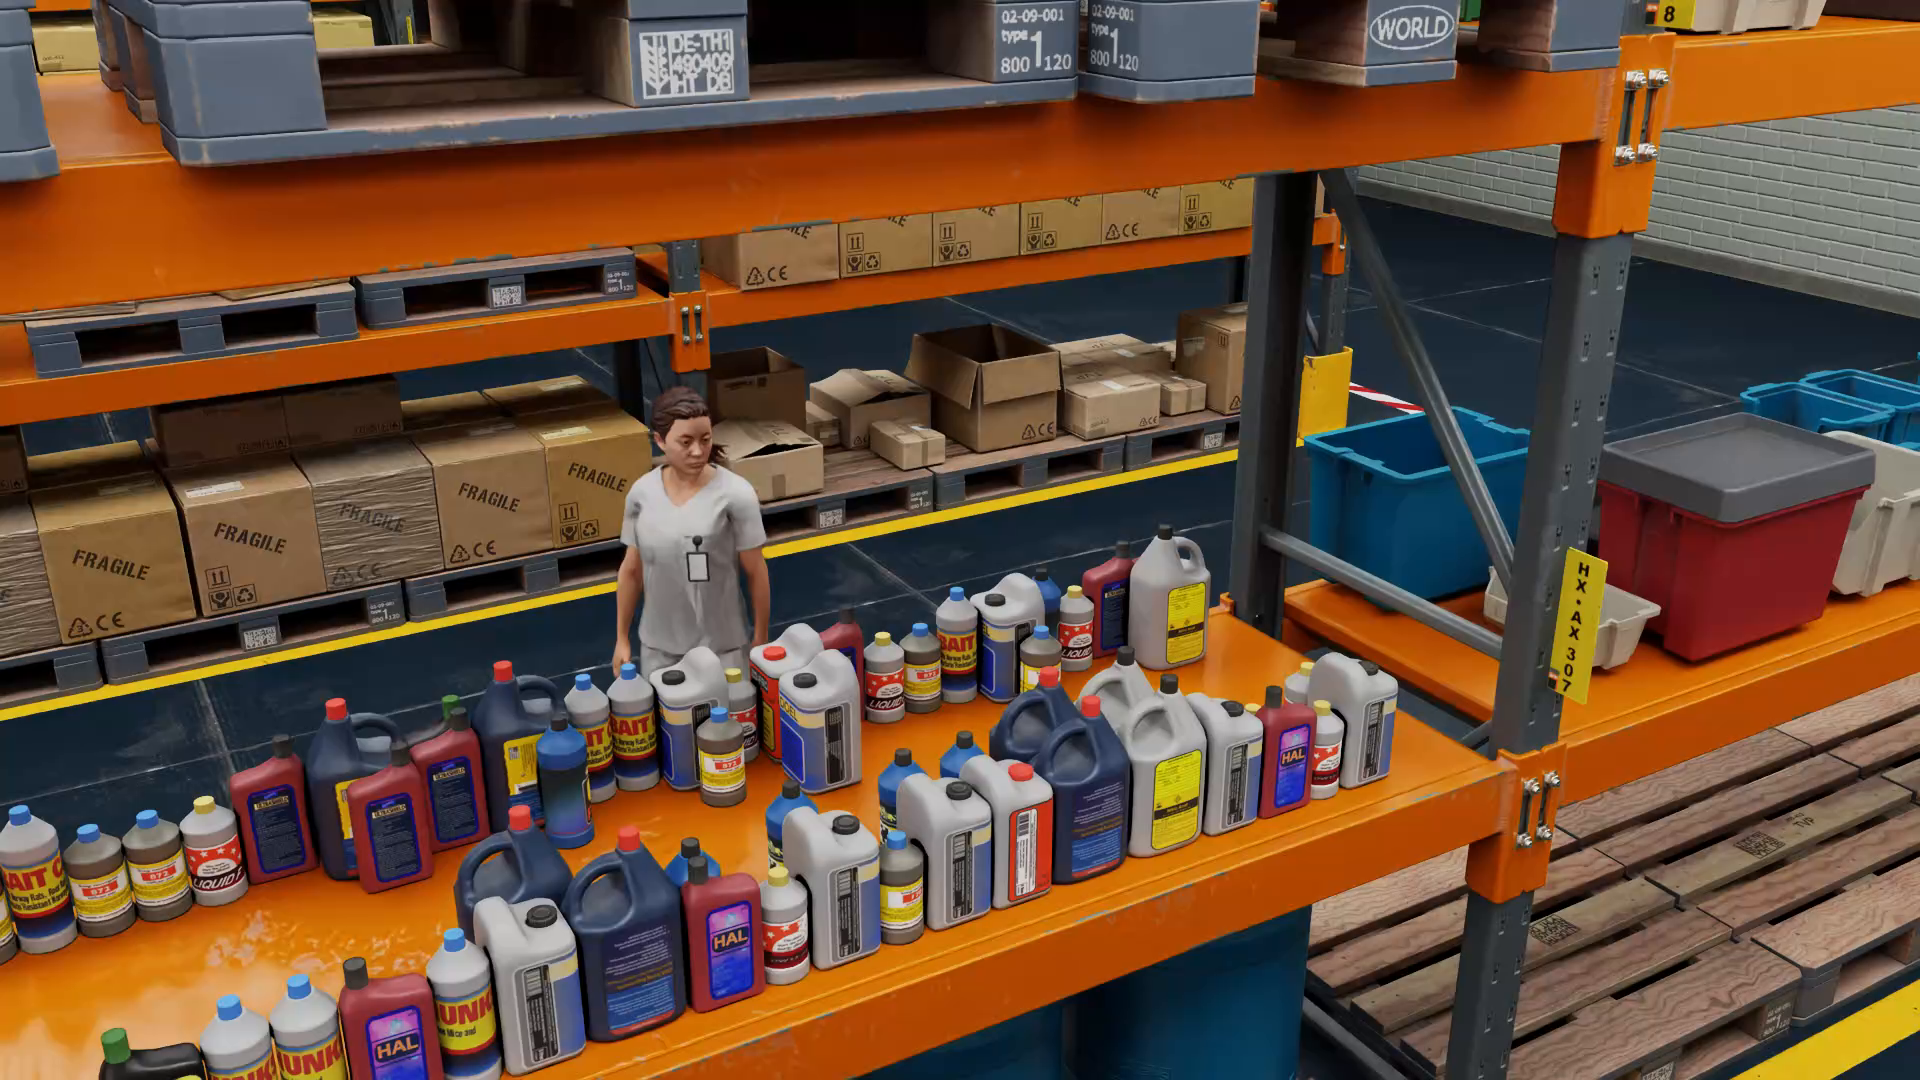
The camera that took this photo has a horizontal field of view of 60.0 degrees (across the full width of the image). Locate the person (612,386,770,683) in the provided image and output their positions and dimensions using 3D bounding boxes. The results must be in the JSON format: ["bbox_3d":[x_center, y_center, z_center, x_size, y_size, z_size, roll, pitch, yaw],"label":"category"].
[{"bbox_3d":[-0.842,0.328,5.255,0.491,1.671,0.614,6,23,15],"label":"person"}]
